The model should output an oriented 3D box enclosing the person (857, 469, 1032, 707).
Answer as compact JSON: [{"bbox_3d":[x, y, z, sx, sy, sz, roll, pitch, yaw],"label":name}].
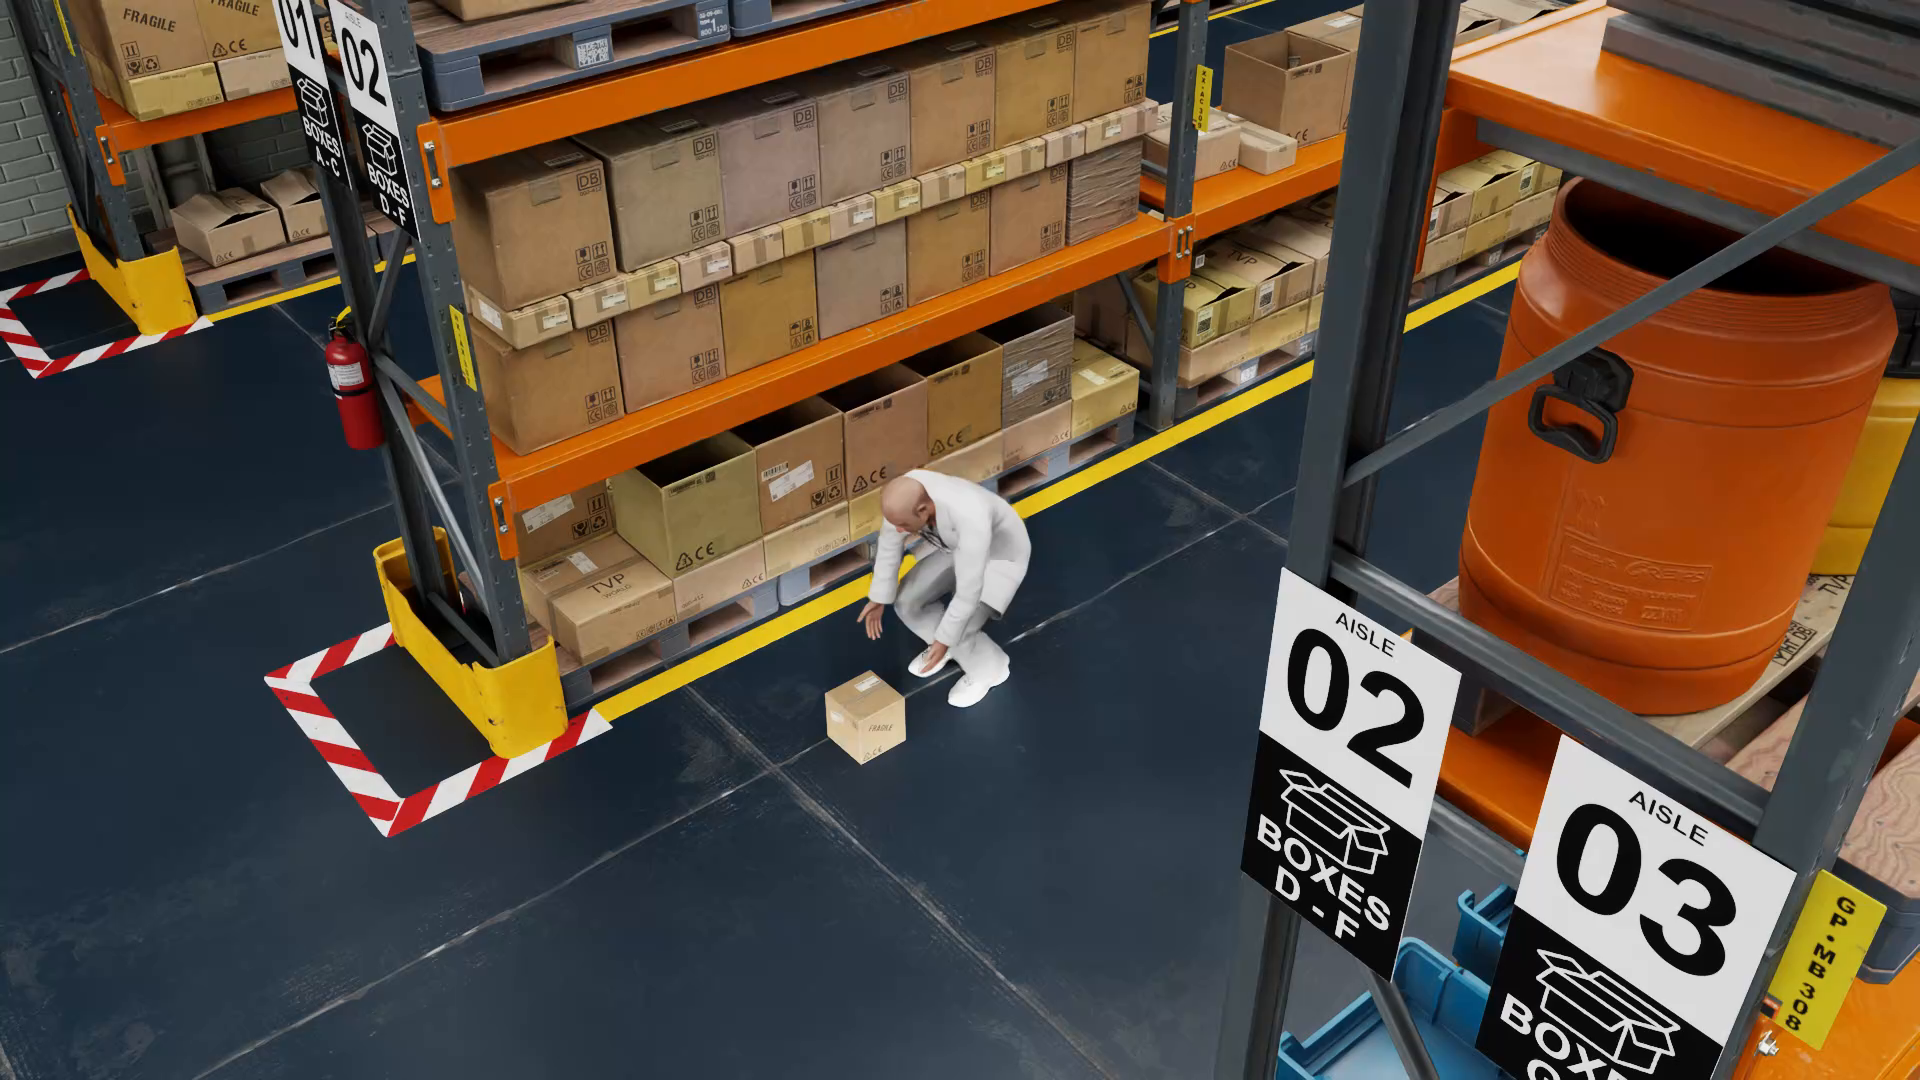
[{"bbox_3d":[-0.021,0.159,7.321,0.793,1.256,0.634,-26,43,-32],"label":"person"}]
